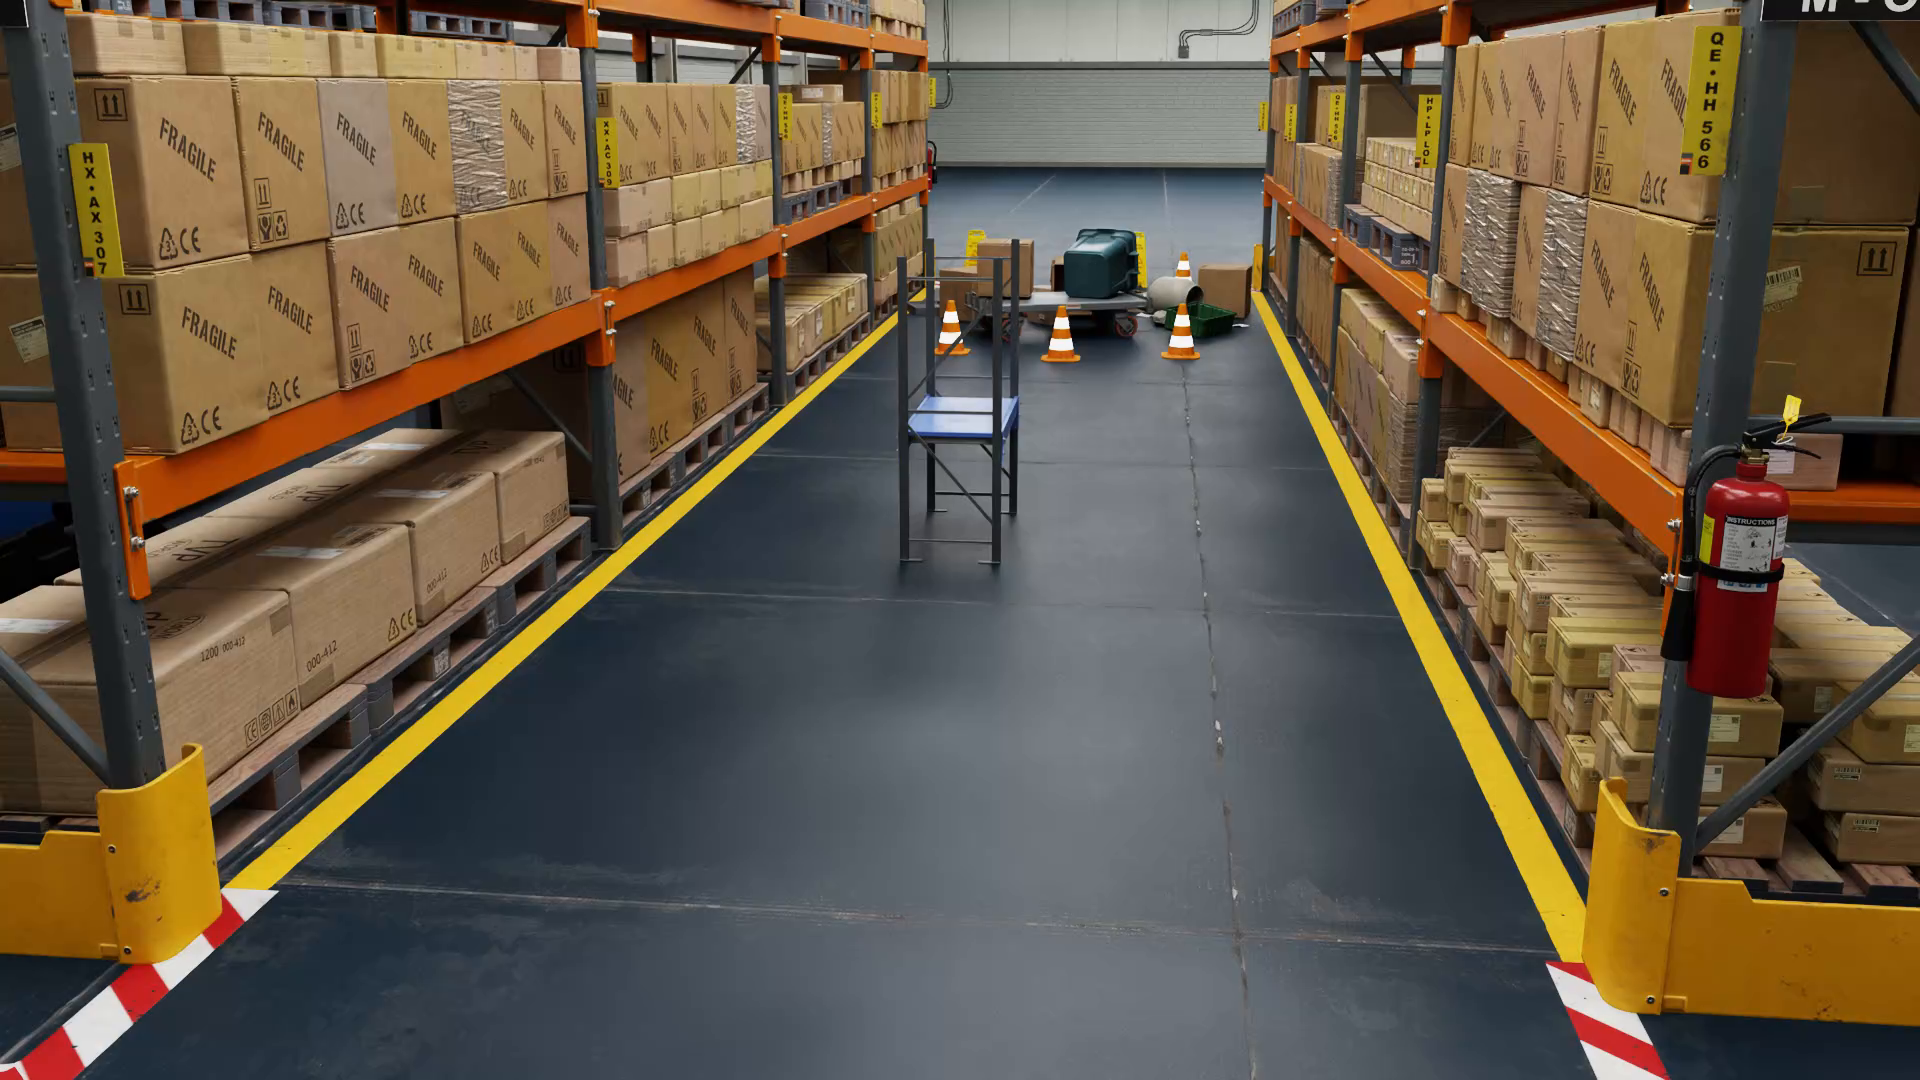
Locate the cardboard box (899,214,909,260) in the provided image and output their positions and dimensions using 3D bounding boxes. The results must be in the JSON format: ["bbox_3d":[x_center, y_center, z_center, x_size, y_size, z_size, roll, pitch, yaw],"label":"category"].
[{"bbox_3d":[-0.834,-3.282,18.078,0.500,0.500,0.500,1,15,5],"label":"cardboard box"}]

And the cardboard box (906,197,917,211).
[{"bbox_3d":[-0.689,-3.764,18.618,0.380,0.149,0.250,2,15,8],"label":"cardboard box"}]

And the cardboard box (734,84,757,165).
[{"bbox_3d":[-1.634,-2.707,10.819,0.500,0.500,0.500,2,15,7],"label":"cardboard box"}]

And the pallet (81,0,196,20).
[{"bbox_3d":[-6.730,-4.132,12.810,1.213,0.211,1.003,2,15,9],"label":"pallet"}]

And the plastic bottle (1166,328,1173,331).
[{"bbox_3d":[2.127,-2.066,16.187,0.133,0.061,0.283,-6,16,-23],"label":"plastic bottle"}]

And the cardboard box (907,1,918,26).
[{"bbox_3d":[-0.744,-5.774,18.241,0.500,0.250,0.500,1,15,5],"label":"cardboard box"}]

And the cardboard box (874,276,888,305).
[{"bbox_3d":[-1.000,-2.509,16.657,0.500,0.250,0.500,1,15,4],"label":"cardboard box"}]

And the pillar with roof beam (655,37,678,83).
[{"bbox_3d":[-1.158,-10.399,29.878,9.100,9.000,0.400,2,15,6],"label":"pillar with roof beam"}]

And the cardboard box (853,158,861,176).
[{"bbox_3d":[-1.118,-3.428,15.271,0.380,0.149,0.250,2,15,7],"label":"cardboard box"}]

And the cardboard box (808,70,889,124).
[{"bbox_3d":[-1.069,-4.271,16.032,0.700,0.500,0.500,2,15,6],"label":"cardboard box"}]

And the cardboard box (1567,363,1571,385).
[{"bbox_3d":[2.230,-0.560,5.466,0.380,0.149,0.250,1,15,4],"label":"cardboard box"}]

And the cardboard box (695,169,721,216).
[{"bbox_3d":[-1.738,-2.086,9.958,0.500,0.250,0.500,1,15,5],"label":"cardboard box"}]

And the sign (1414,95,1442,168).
[{"bbox_3d":[2.141,-1.868,7.607,0.100,0.325,0.005,2,15,6],"label":"sign"}]

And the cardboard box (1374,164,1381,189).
[{"bbox_3d":[2.835,-2.297,10.518,0.380,0.149,0.250,1,15,5],"label":"cardboard box"}]

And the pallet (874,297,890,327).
[{"bbox_3d":[-1.294,-2.317,16.828,1.003,0.211,1.213,2,15,6],"label":"pallet"}]

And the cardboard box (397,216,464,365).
[{"bbox_3d":[-2.204,-0.934,6.179,0.500,0.500,0.500,2,15,8],"label":"cardboard box"}]

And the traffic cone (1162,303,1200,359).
[{"bbox_3d":[1.944,-1.841,14.583,0.336,0.463,0.334,2,15,6],"label":"traffic cone"}]

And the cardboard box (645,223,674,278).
[{"bbox_3d":[-1.868,-1.582,9.052,0.500,0.250,0.500,1,15,5],"label":"cardboard box"}]

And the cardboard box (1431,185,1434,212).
[{"bbox_3d":[2.570,-1.696,8.296,0.380,0.149,0.250,2,15,7],"label":"cardboard box"}]

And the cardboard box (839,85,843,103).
[{"bbox_3d":[-1.227,-3.891,14.495,0.380,0.149,0.250,1,15,5],"label":"cardboard box"}]

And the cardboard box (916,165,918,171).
[{"bbox_3d":[-0.681,-4.166,18.805,0.380,0.149,0.250,1,15,5],"label":"cardboard box"}]

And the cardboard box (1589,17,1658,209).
[{"bbox_3d":[2.103,-1.188,4.634,0.500,0.500,0.500,1,15,4],"label":"cardboard box"}]

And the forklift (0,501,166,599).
[{"bbox_3d":[-4.734,-1.346,8.024,1.130,2.935,3.031,2,15,6],"label":"forklift"}]

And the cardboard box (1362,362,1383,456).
[{"bbox_3d":[2.646,-0.755,9.693,0.500,0.500,0.500,1,15,5],"label":"cardboard box"}]

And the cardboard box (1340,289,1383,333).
[{"bbox_3d":[2.826,-1.518,11.076,0.500,0.250,0.500,1,15,4],"label":"cardboard box"}]

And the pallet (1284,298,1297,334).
[{"bbox_3d":[3.759,-2.218,16.459,1.003,0.211,1.213,2,15,6],"label":"pallet"}]

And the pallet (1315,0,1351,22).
[{"bbox_3d":[3.287,-4.147,12.867,1.003,0.211,1.213,2,15,9],"label":"pallet"}]

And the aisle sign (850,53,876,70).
[{"bbox_3d":[-1.184,-5.806,19.407,0.394,0.787,0.004,2,15,6],"label":"aisle sign"}]

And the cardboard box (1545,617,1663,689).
[{"bbox_3d":[2.038,0.351,5.136,0.380,0.149,0.250,1,15,5],"label":"cardboard box"}]

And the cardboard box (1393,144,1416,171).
[{"bbox_3d":[2.753,-2.245,9.755,0.380,0.149,0.250,2,15,8],"label":"cardboard box"}]

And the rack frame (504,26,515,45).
[{"bbox_3d":[-5.815,-4.671,20.190,1.000,3.000,0.127,2,15,6],"label":"rack frame"}]

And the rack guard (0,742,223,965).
[{"bbox_3d":[-2.691,0.837,4.609,1.175,0.500,0.348,2,15,6],"label":"rack guard"}]

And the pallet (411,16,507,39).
[{"bbox_3d":[-5.921,-5.894,19.135,1.003,0.211,1.213,2,15,6],"label":"pallet"}]

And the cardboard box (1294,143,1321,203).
[{"bbox_3d":[3.269,-3.289,14.886,0.500,0.500,0.500,2,15,7],"label":"cardboard box"}]

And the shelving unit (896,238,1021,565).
[{"bbox_3d":[0.010,-0.746,8.548,0.538,1.500,1.048,2,15,6],"label":"shelving unit"}]

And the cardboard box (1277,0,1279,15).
[{"bbox_3d":[3.633,-5.773,18.005,0.380,0.149,0.250,2,15,6],"label":"cardboard box"}]

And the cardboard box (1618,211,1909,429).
[{"bbox_3d":[2.036,-0.572,4.271,0.500,0.500,0.500,2,15,7],"label":"cardboard box"}]

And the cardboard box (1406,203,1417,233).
[{"bbox_3d":[2.654,-1.753,9.077,0.380,0.149,0.250,1,15,4],"label":"cardboard box"}]

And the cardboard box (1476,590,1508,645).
[{"bbox_3d":[2.226,0.302,6.455,0.380,0.149,0.250,1,15,5],"label":"cardboard box"}]

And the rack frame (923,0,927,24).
[{"bbox_3d":[-0.883,-7.422,18.870,1.000,3.000,0.127,2,15,6],"label":"rack frame"}]

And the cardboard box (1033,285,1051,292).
[{"bbox_3d":[0.976,-2.750,18.548,0.380,0.149,0.250,11,19,35],"label":"cardboard box"}]

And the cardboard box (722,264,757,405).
[{"bbox_3d":[-1.946,-1.451,11.549,0.875,0.875,0.875,2,15,6],"label":"cardboard box"}]

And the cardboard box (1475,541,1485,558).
[{"bbox_3d":[2.370,0.023,6.918,0.380,0.149,0.250,1,15,3],"label":"cardboard box"}]

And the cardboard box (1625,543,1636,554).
[{"bbox_3d":[2.807,0.096,6.646,0.380,0.149,0.250,2,15,8],"label":"cardboard box"}]

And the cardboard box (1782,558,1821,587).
[{"bbox_3d":[2.767,0.162,5.834,0.380,0.149,0.250,2,15,7],"label":"cardboard box"}]

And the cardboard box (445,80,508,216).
[{"bbox_3d":[-2.129,-1.550,6.542,0.500,0.500,0.500,2,15,7],"label":"cardboard box"}]

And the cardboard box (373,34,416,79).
[{"bbox_3d":[-2.156,-1.705,5.871,0.380,0.149,0.250,1,15,5],"label":"cardboard box"}]

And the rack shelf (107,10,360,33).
[{"bbox_3d":[-6.492,-4.216,14.137,1.077,0.370,4.000,2,15,6],"label":"rack shelf"}]

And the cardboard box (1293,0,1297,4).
[{"bbox_3d":[3.375,-5.183,15.821,0.380,0.149,0.250,2,15,7],"label":"cardboard box"}]

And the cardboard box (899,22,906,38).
[{"bbox_3d":[-0.774,-5.352,17.443,0.380,0.149,0.250,2,15,6],"label":"cardboard box"}]

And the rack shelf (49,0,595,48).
[{"bbox_3d":[-2.463,-1.995,5.927,1.077,0.370,4.000,2,15,6],"label":"rack shelf"}]

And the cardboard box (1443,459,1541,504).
[{"bbox_3d":[2.358,-0.255,7.375,0.380,0.149,0.250,2,15,9],"label":"cardboard box"}]

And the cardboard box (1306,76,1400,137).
[{"bbox_3d":[3.671,-4.057,15.564,0.875,0.550,0.550,2,15,6],"label":"cardboard box"}]

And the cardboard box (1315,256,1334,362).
[{"bbox_3d":[3.397,-1.830,13.189,1.050,0.750,0.750,2,15,7],"label":"cardboard box"}]
